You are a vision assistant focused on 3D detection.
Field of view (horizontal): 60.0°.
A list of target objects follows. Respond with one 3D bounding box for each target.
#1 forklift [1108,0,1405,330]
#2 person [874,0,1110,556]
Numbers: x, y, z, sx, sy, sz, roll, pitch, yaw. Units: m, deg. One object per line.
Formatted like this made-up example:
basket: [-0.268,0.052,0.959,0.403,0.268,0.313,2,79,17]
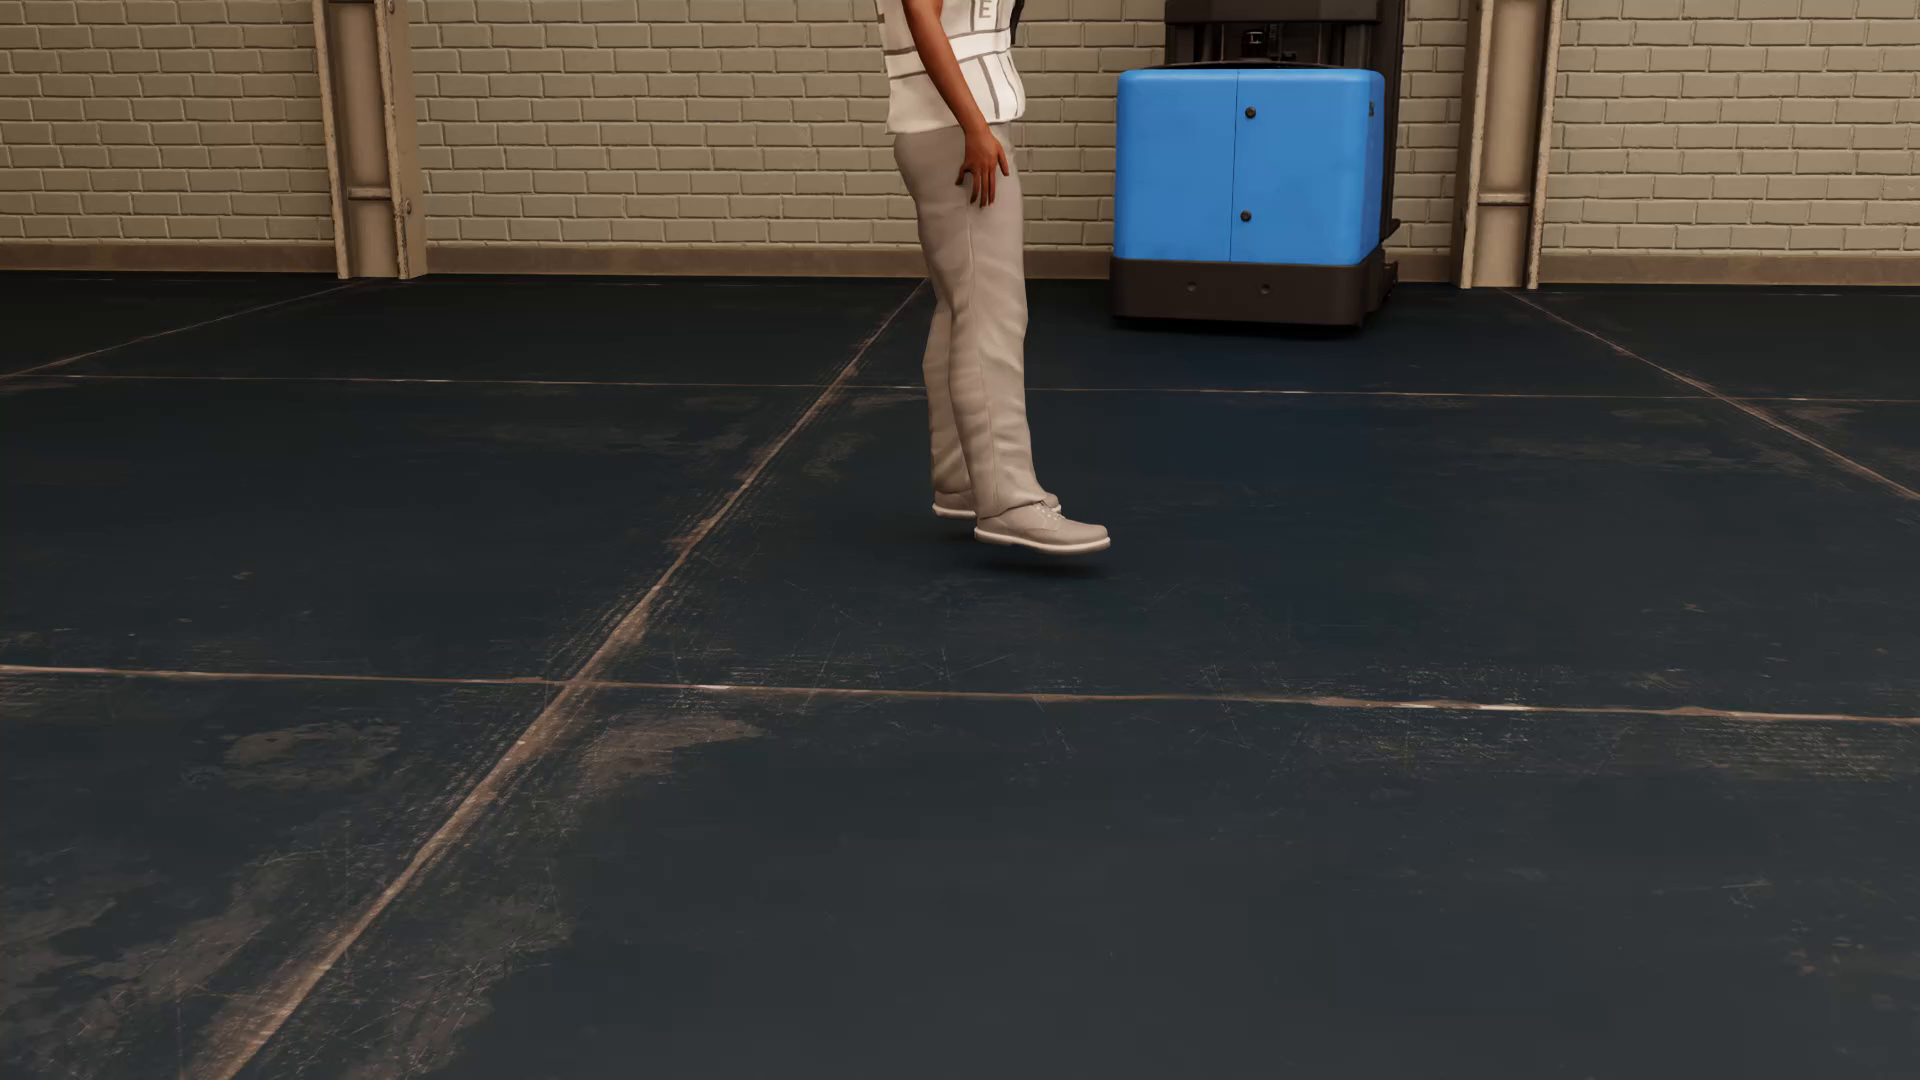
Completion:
forklift: [1.576,-2.627,7.893,1.130,2.935,3.031,5,16,18]
person: [0.073,-0.857,3.554,0.528,1.695,0.569,1,15,4]
